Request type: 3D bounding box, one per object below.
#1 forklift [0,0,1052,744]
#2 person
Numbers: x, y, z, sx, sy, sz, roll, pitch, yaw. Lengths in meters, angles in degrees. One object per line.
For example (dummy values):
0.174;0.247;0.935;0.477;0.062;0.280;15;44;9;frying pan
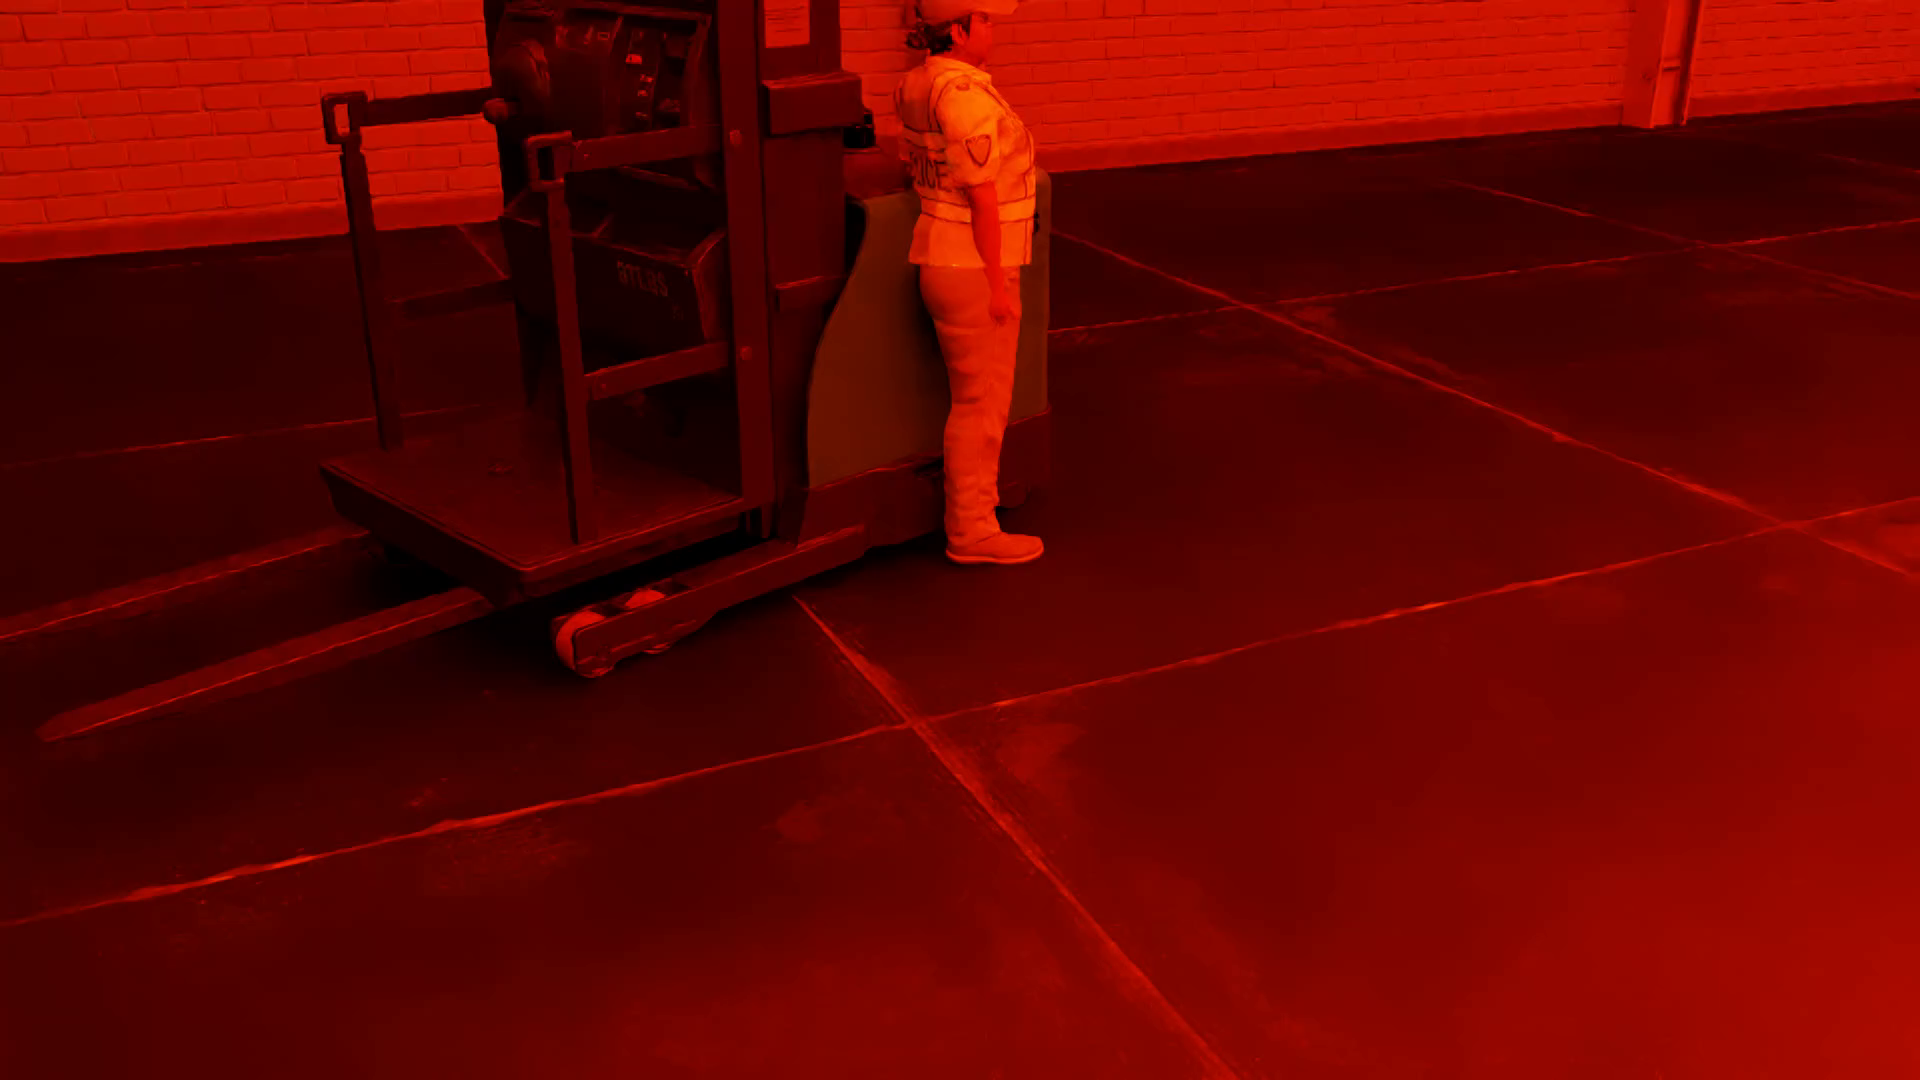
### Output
-1.103;-1.224;4.233;1.130;2.935;3.031;21;30;41;forklift
0.027;-0.768;4.793;0.407;1.666;0.482;-10;25;-23;person
